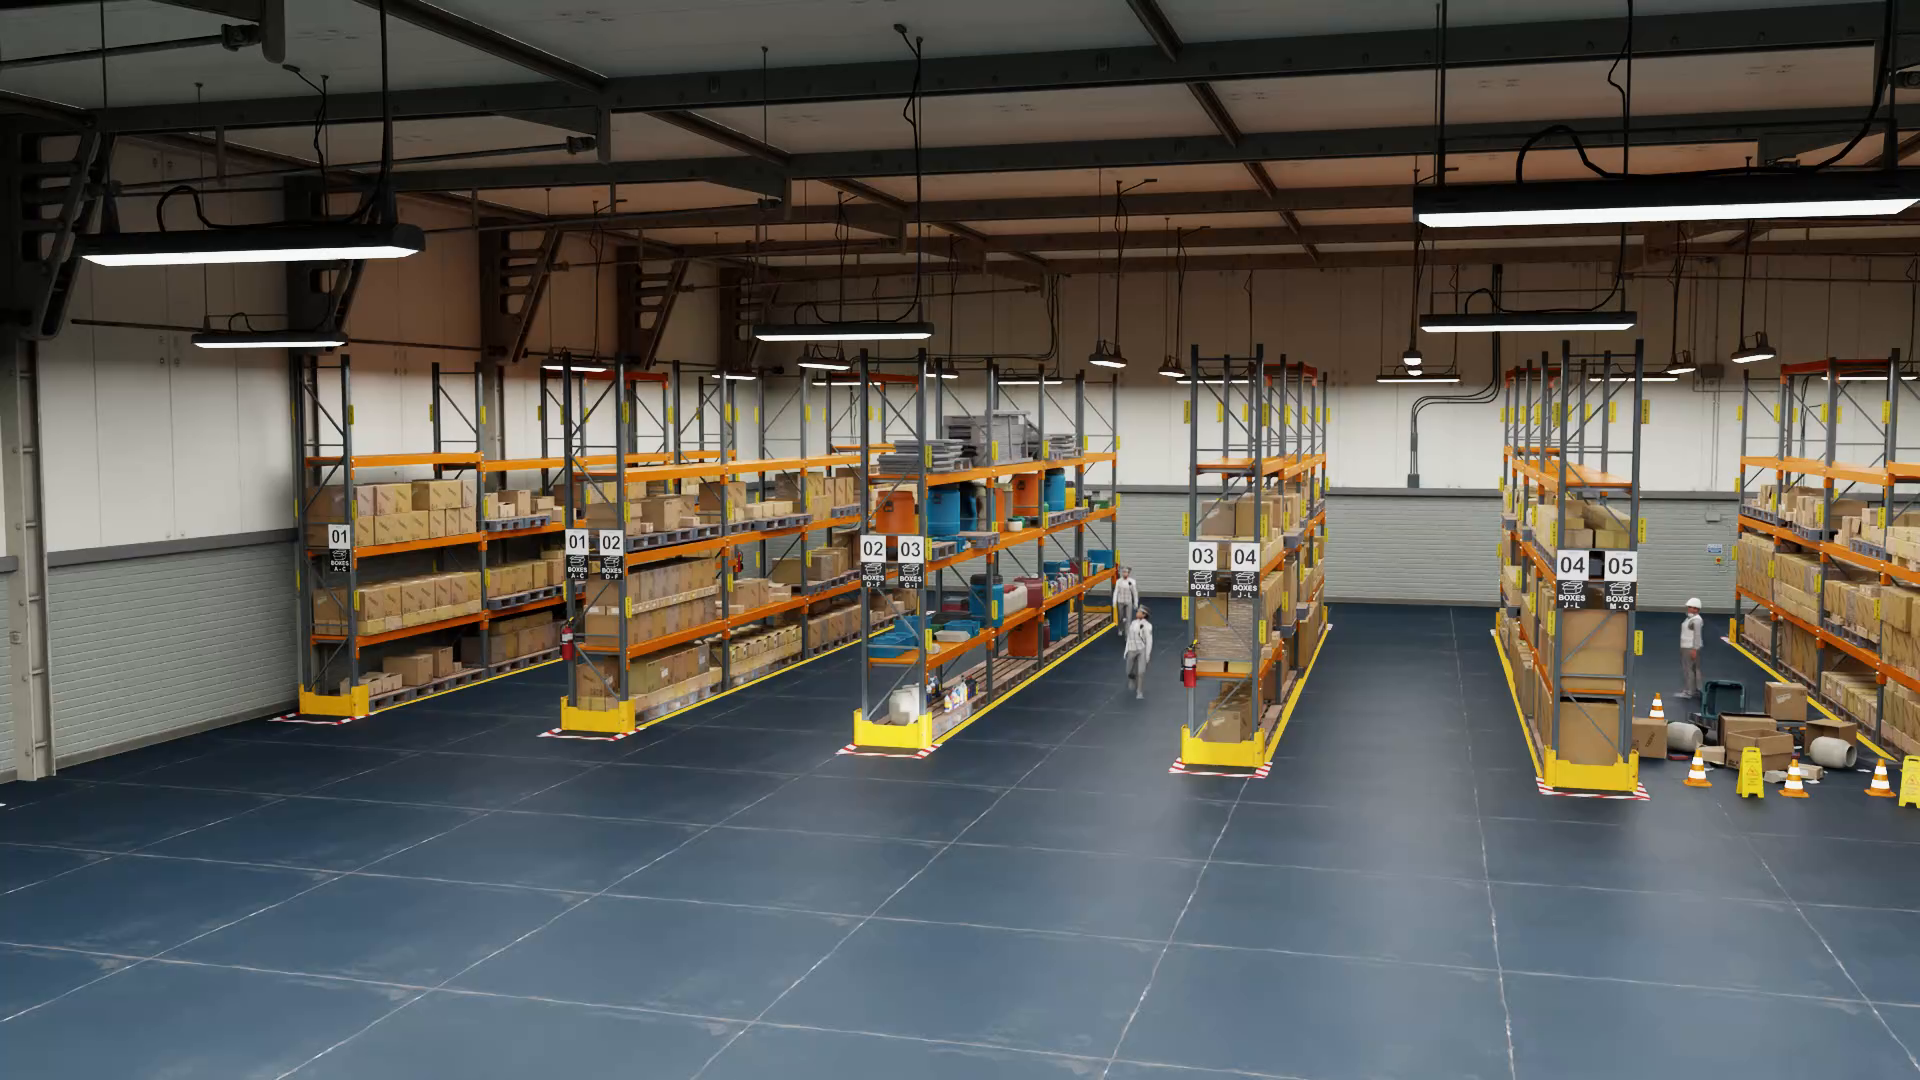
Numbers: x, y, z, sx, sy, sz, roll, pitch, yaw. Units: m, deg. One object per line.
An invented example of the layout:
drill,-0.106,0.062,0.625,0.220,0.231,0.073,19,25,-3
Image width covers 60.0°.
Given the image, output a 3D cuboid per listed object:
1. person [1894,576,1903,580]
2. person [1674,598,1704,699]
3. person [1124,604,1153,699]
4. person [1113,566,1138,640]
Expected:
person,19.564,1.488,34.815,0.503,1.772,0.628,2,5,23
person,12.966,1.914,29.479,0.441,1.776,0.559,3,5,37
person,3.171,1.955,29.496,0.521,1.649,0.707,1,4,13
person,3.696,1.388,37.126,0.552,1.630,1.014,1,4,7
